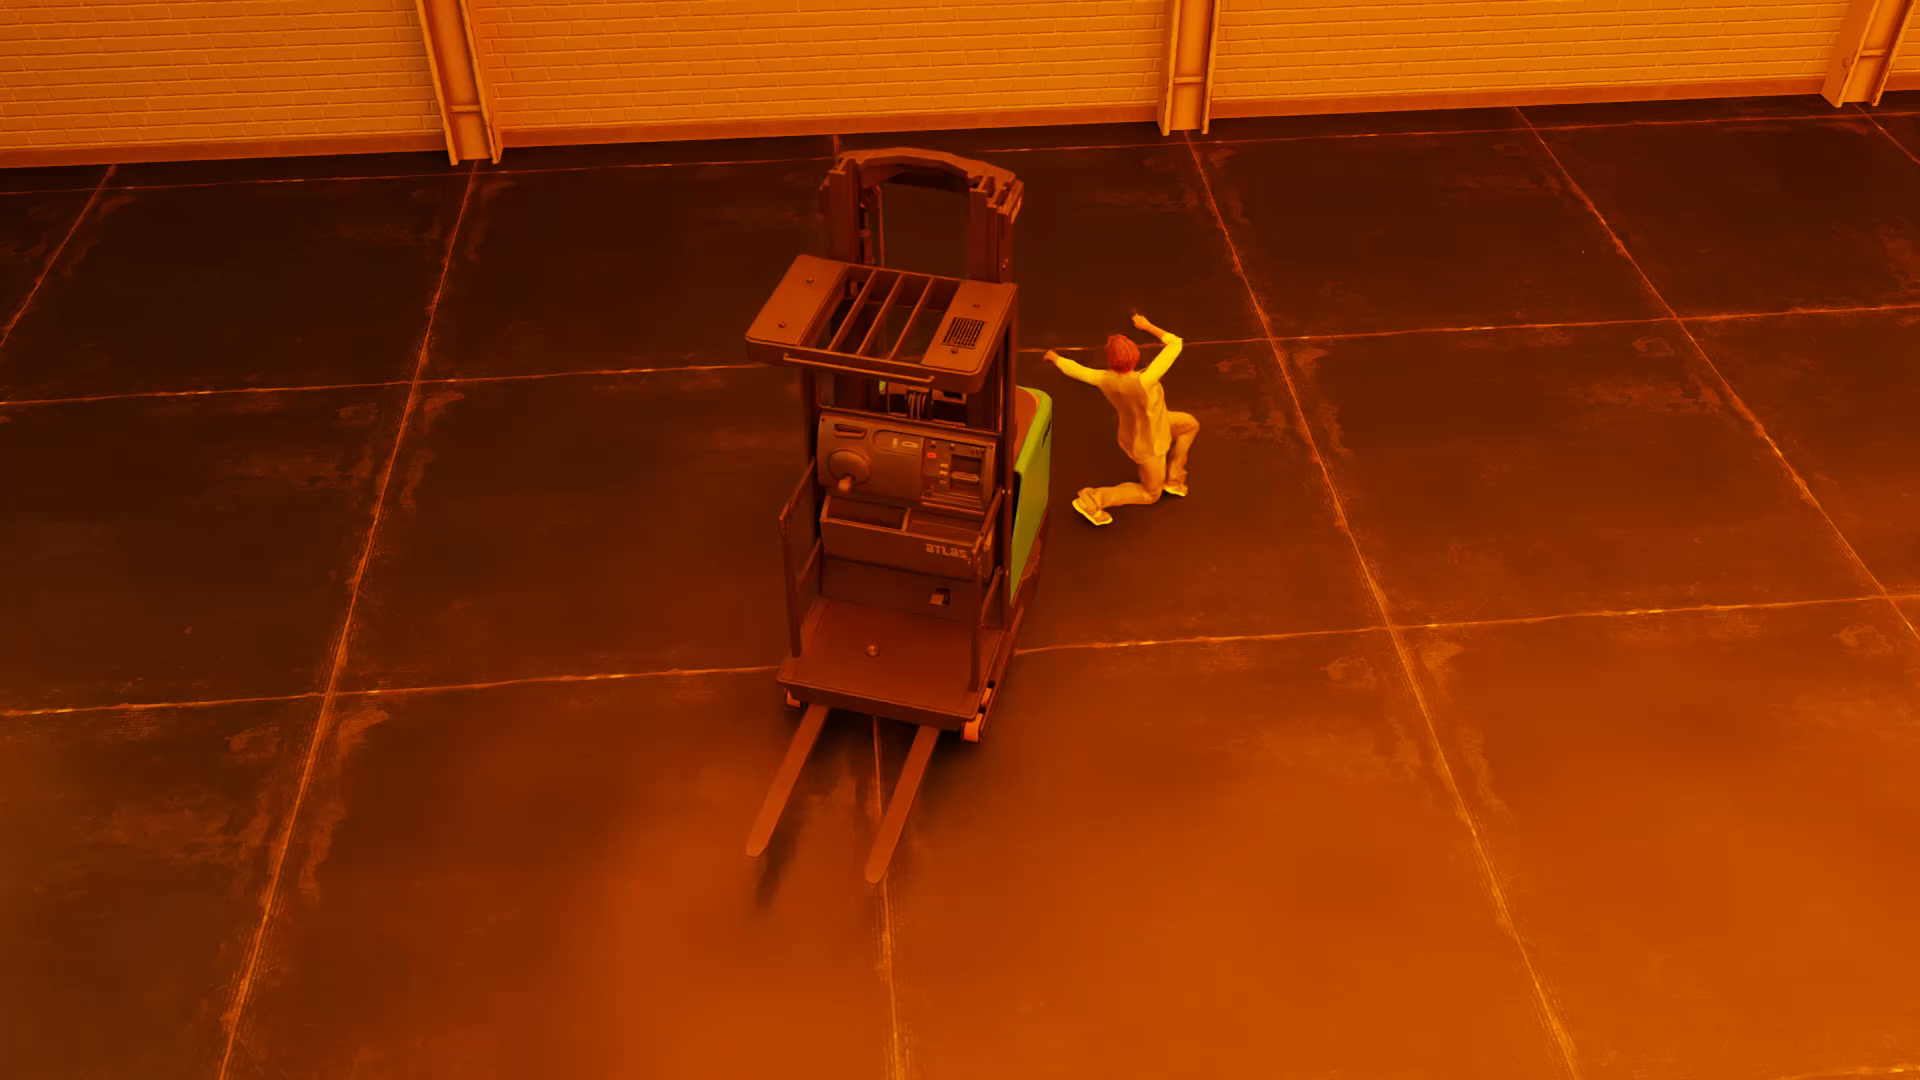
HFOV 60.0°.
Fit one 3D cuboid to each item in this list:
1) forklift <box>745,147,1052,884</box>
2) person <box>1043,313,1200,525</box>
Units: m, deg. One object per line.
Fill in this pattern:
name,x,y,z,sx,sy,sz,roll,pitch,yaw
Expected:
forklift,-0.330,-0.311,8.302,1.130,2.935,3.031,10,42,11
person,1.002,-0.817,10.139,0.834,1.326,0.898,-18,44,-20
